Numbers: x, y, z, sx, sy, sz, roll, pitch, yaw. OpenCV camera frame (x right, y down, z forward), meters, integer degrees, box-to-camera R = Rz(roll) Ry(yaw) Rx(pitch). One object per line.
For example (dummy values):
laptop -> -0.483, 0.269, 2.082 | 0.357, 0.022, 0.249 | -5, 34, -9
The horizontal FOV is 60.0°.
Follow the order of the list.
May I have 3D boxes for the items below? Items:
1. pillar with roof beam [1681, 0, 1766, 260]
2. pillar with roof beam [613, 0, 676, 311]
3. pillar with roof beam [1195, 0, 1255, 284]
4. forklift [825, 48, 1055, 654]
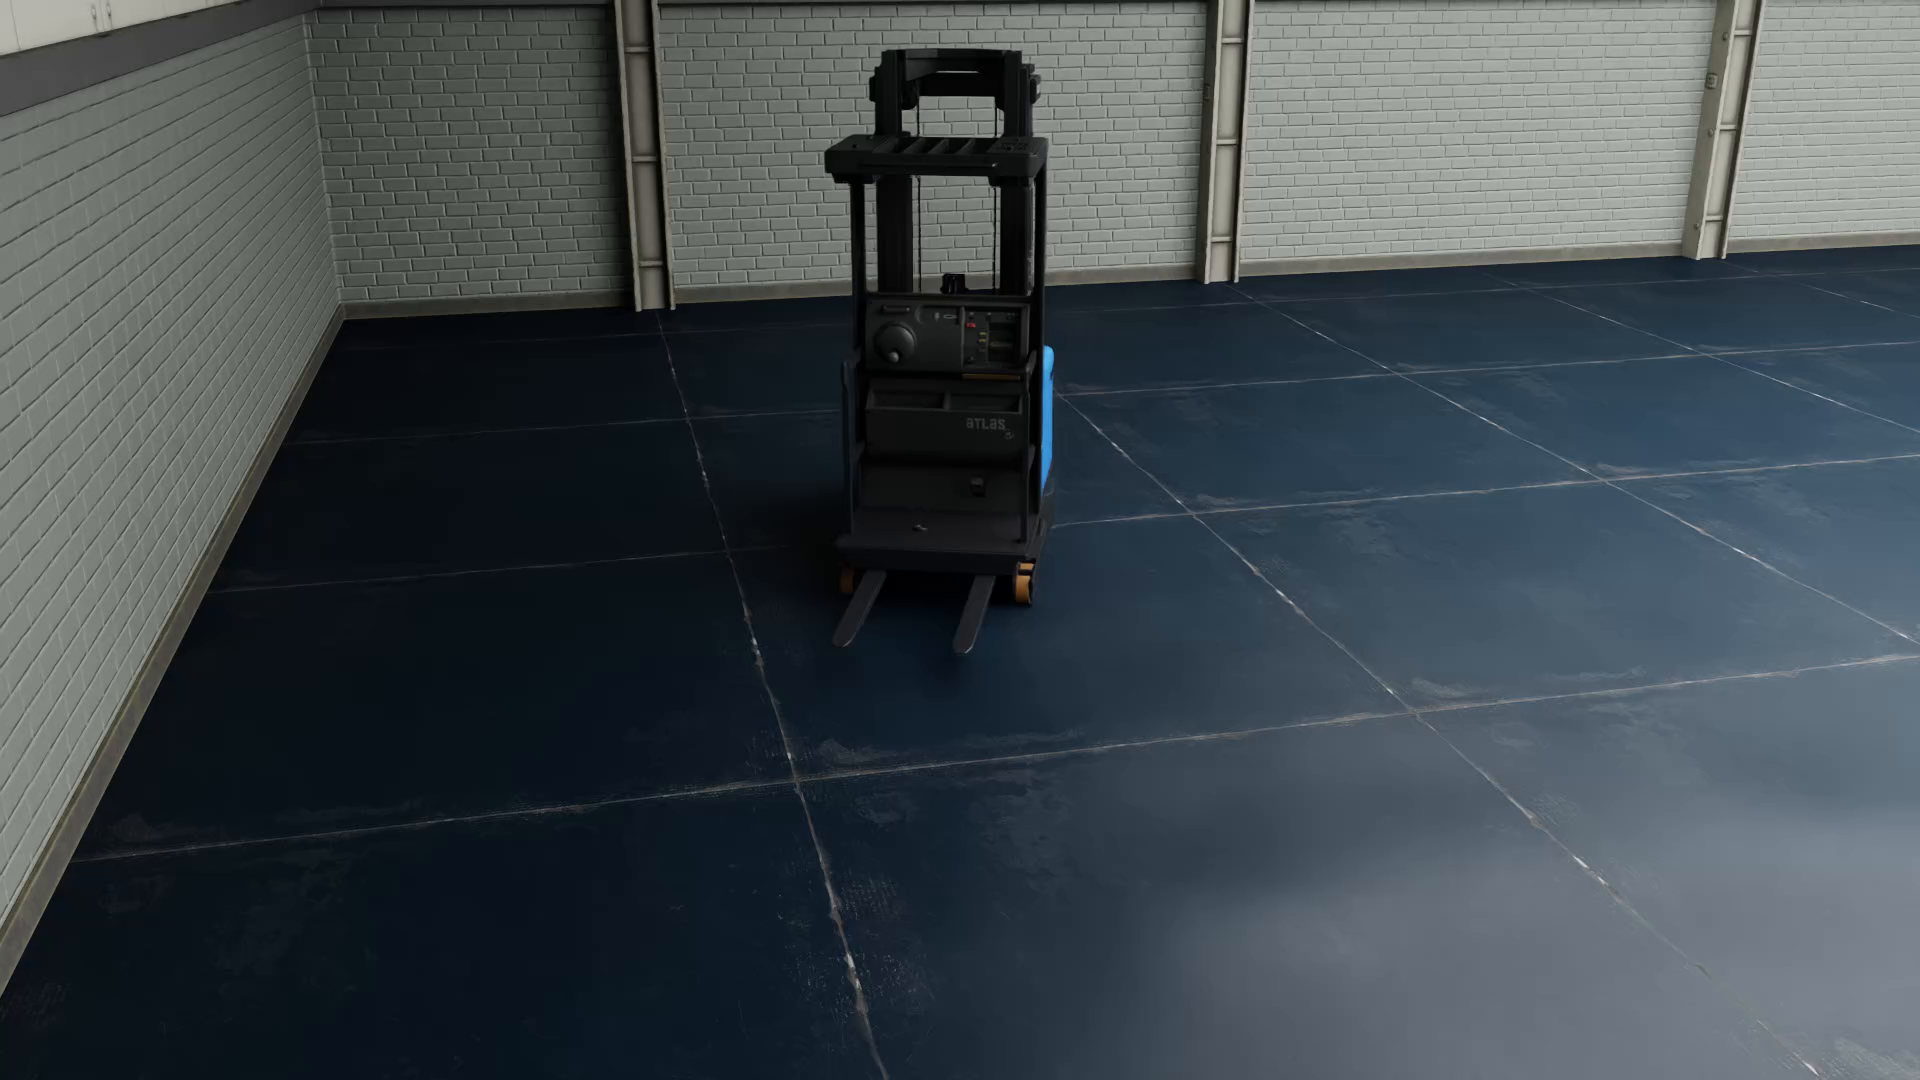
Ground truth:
pillar with roof beam -> 9.602, -6.071, 13.806 | 0.400, 9.000, 9.100 | -5, 21, -12
pillar with roof beam -> -2.076, -5.122, 11.213 | 0.400, 9.000, 9.100 | -5, 21, -12
pillar with roof beam -> 3.763, -5.596, 12.510 | 0.400, 9.000, 9.100 | -5, 21, -12
forklift -> -0.099, -1.144, 9.175 | 1.130, 2.935, 3.031 | 3, 20, 7
